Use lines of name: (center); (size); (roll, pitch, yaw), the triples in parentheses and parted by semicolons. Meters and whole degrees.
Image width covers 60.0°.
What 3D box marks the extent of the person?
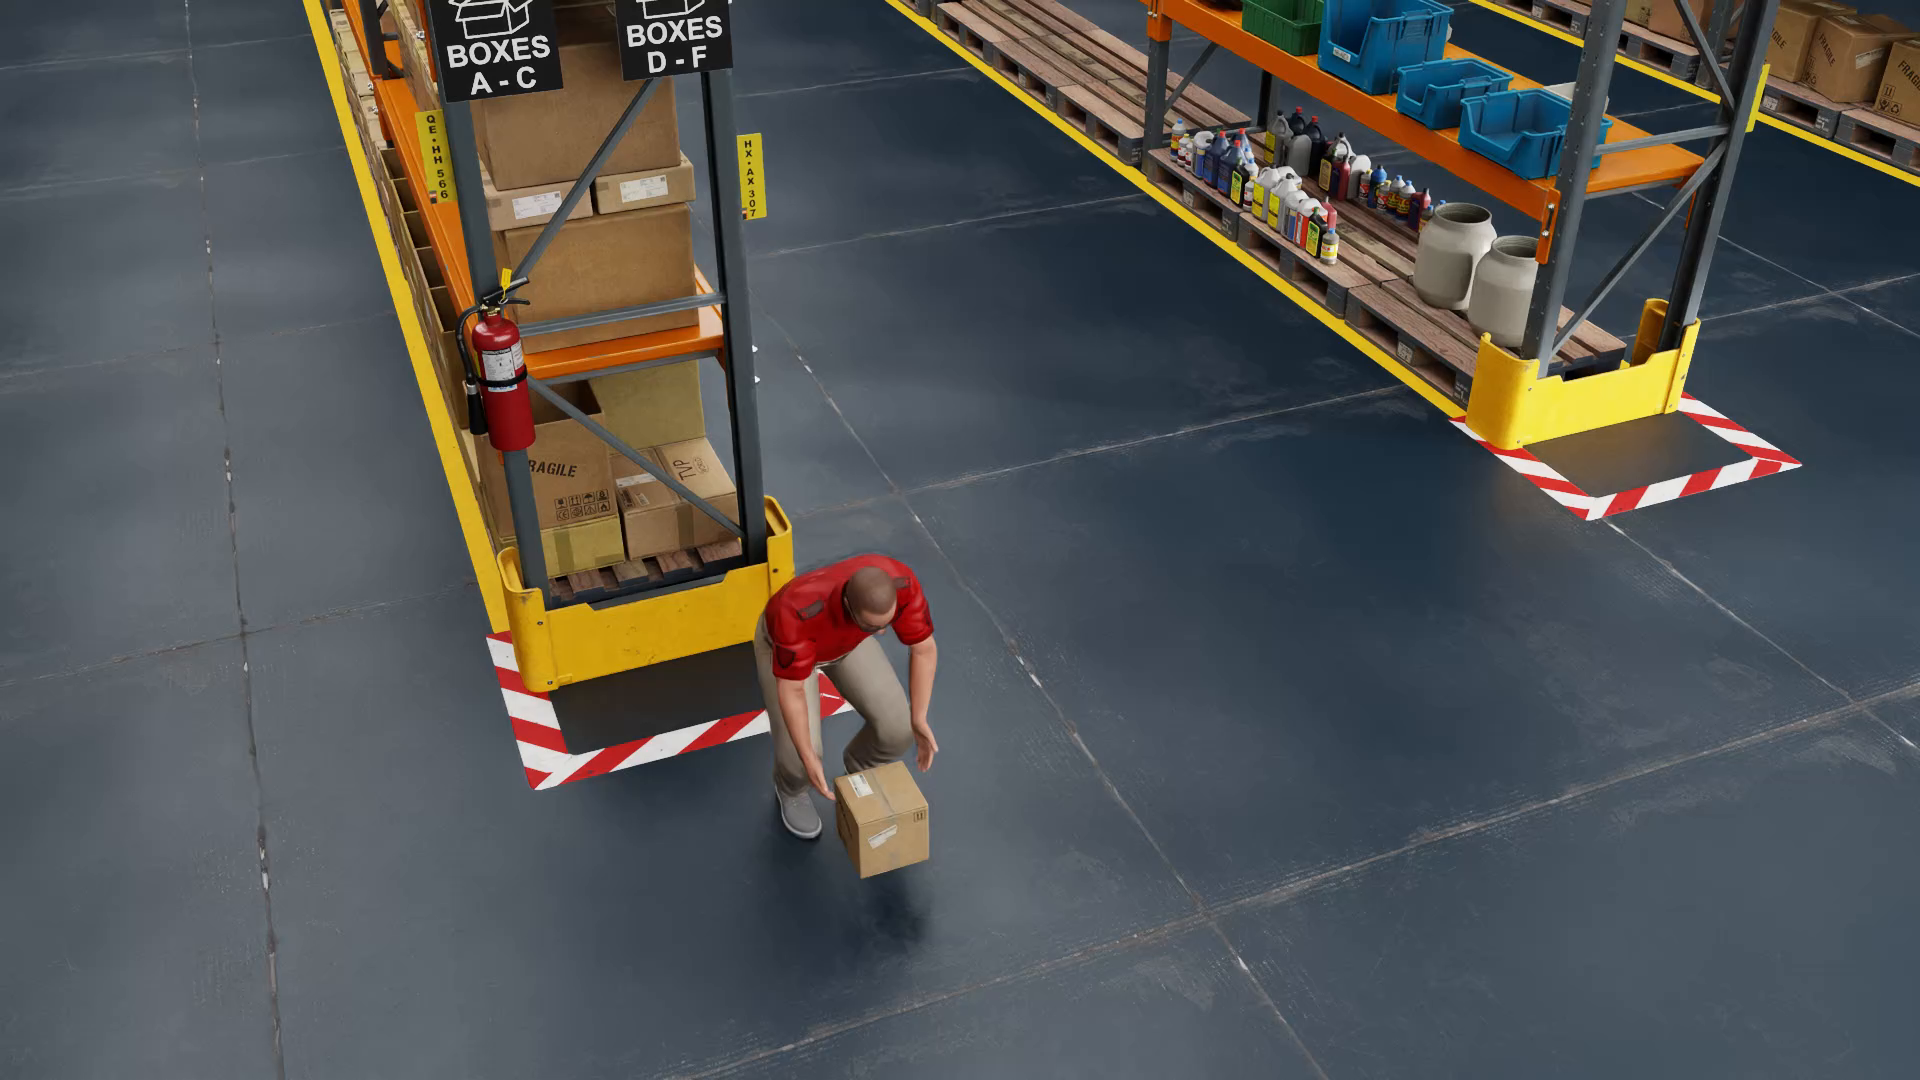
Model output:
person: (-0.407, 0.480, 5.853); (0.587, 1.263, 0.778); (-13, 35, -19)
